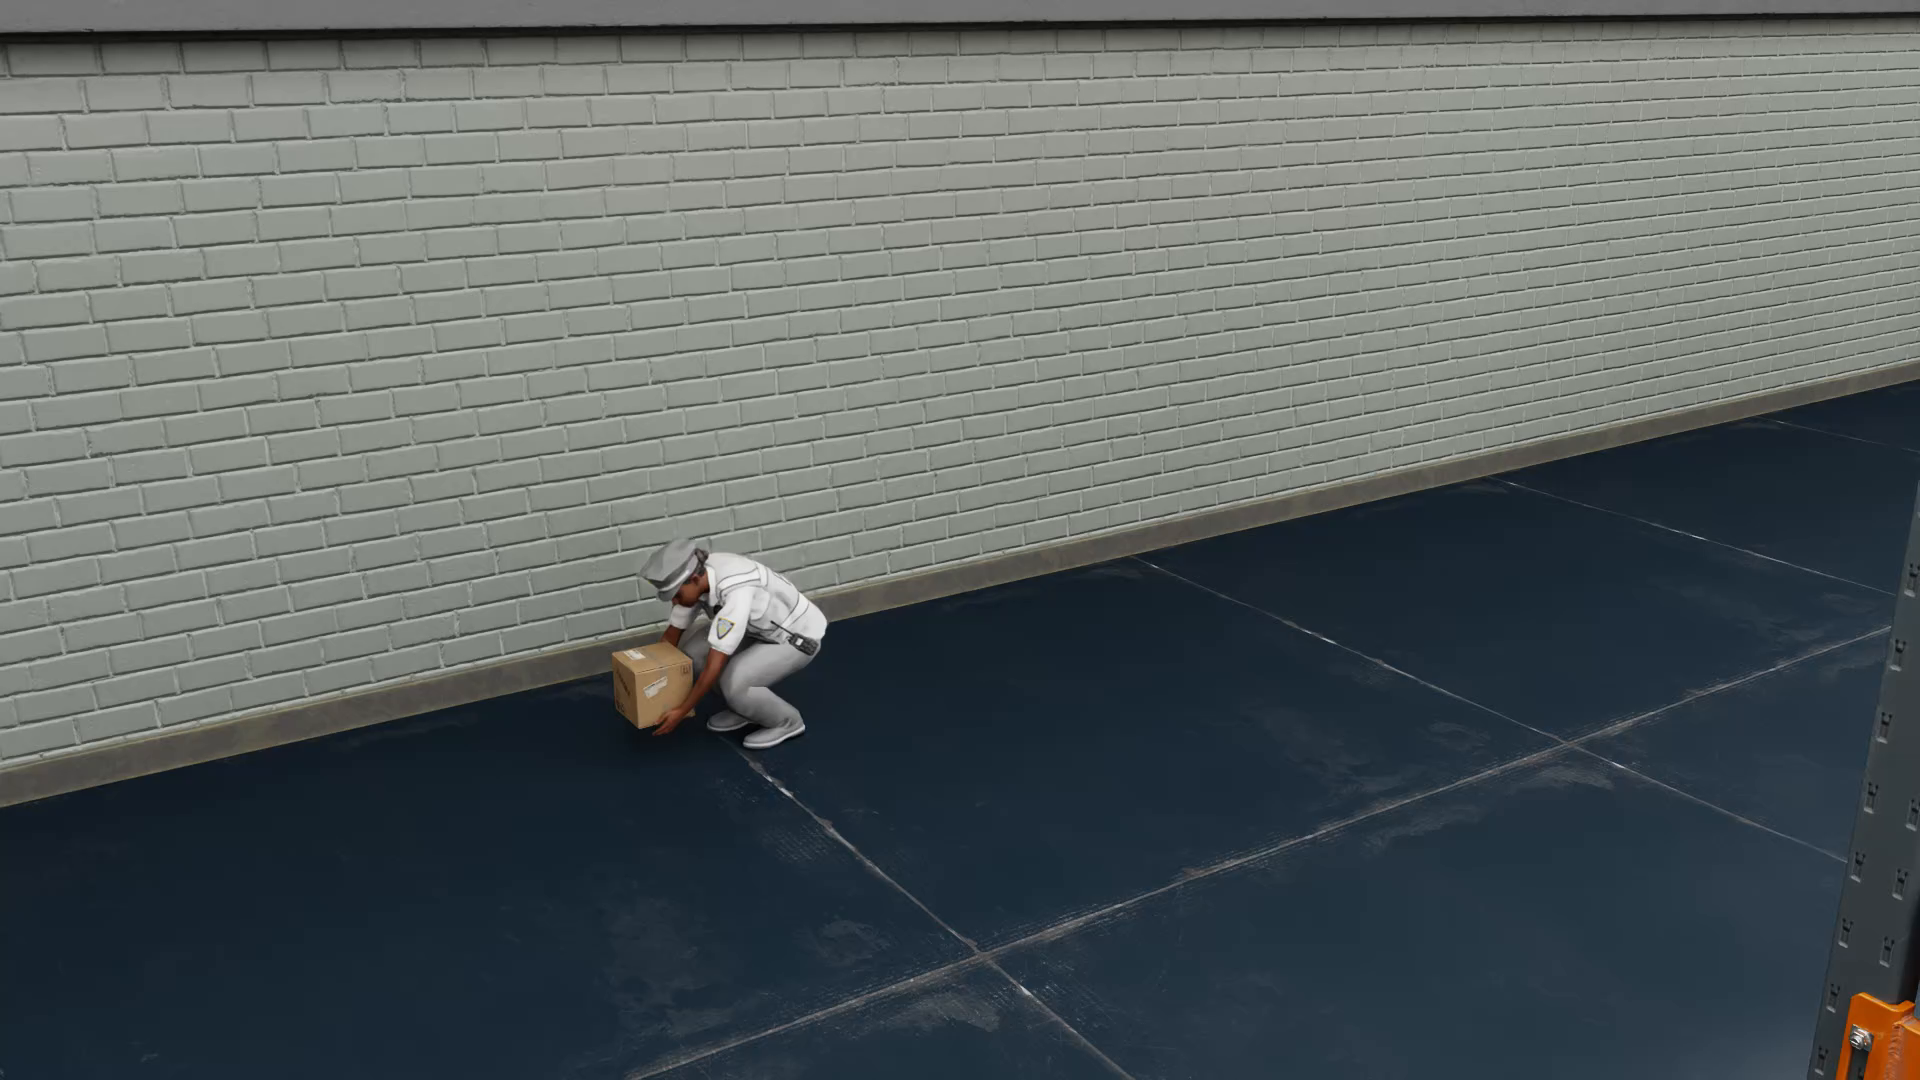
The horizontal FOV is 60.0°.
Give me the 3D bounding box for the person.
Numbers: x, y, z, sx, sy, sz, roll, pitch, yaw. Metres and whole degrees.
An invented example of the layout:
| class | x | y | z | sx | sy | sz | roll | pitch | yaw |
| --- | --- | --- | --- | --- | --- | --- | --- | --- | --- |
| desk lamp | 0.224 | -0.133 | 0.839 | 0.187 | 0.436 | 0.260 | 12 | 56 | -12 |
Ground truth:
| class | x | y | z | sx | sy | sz | roll | pitch | yaw |
| --- | --- | --- | --- | --- | --- | --- | --- | --- | --- |
| person | -0.957 | 0.407 | 6.977 | 0.841 | 0.950 | 0.495 | -12 | 21 | -31 |
